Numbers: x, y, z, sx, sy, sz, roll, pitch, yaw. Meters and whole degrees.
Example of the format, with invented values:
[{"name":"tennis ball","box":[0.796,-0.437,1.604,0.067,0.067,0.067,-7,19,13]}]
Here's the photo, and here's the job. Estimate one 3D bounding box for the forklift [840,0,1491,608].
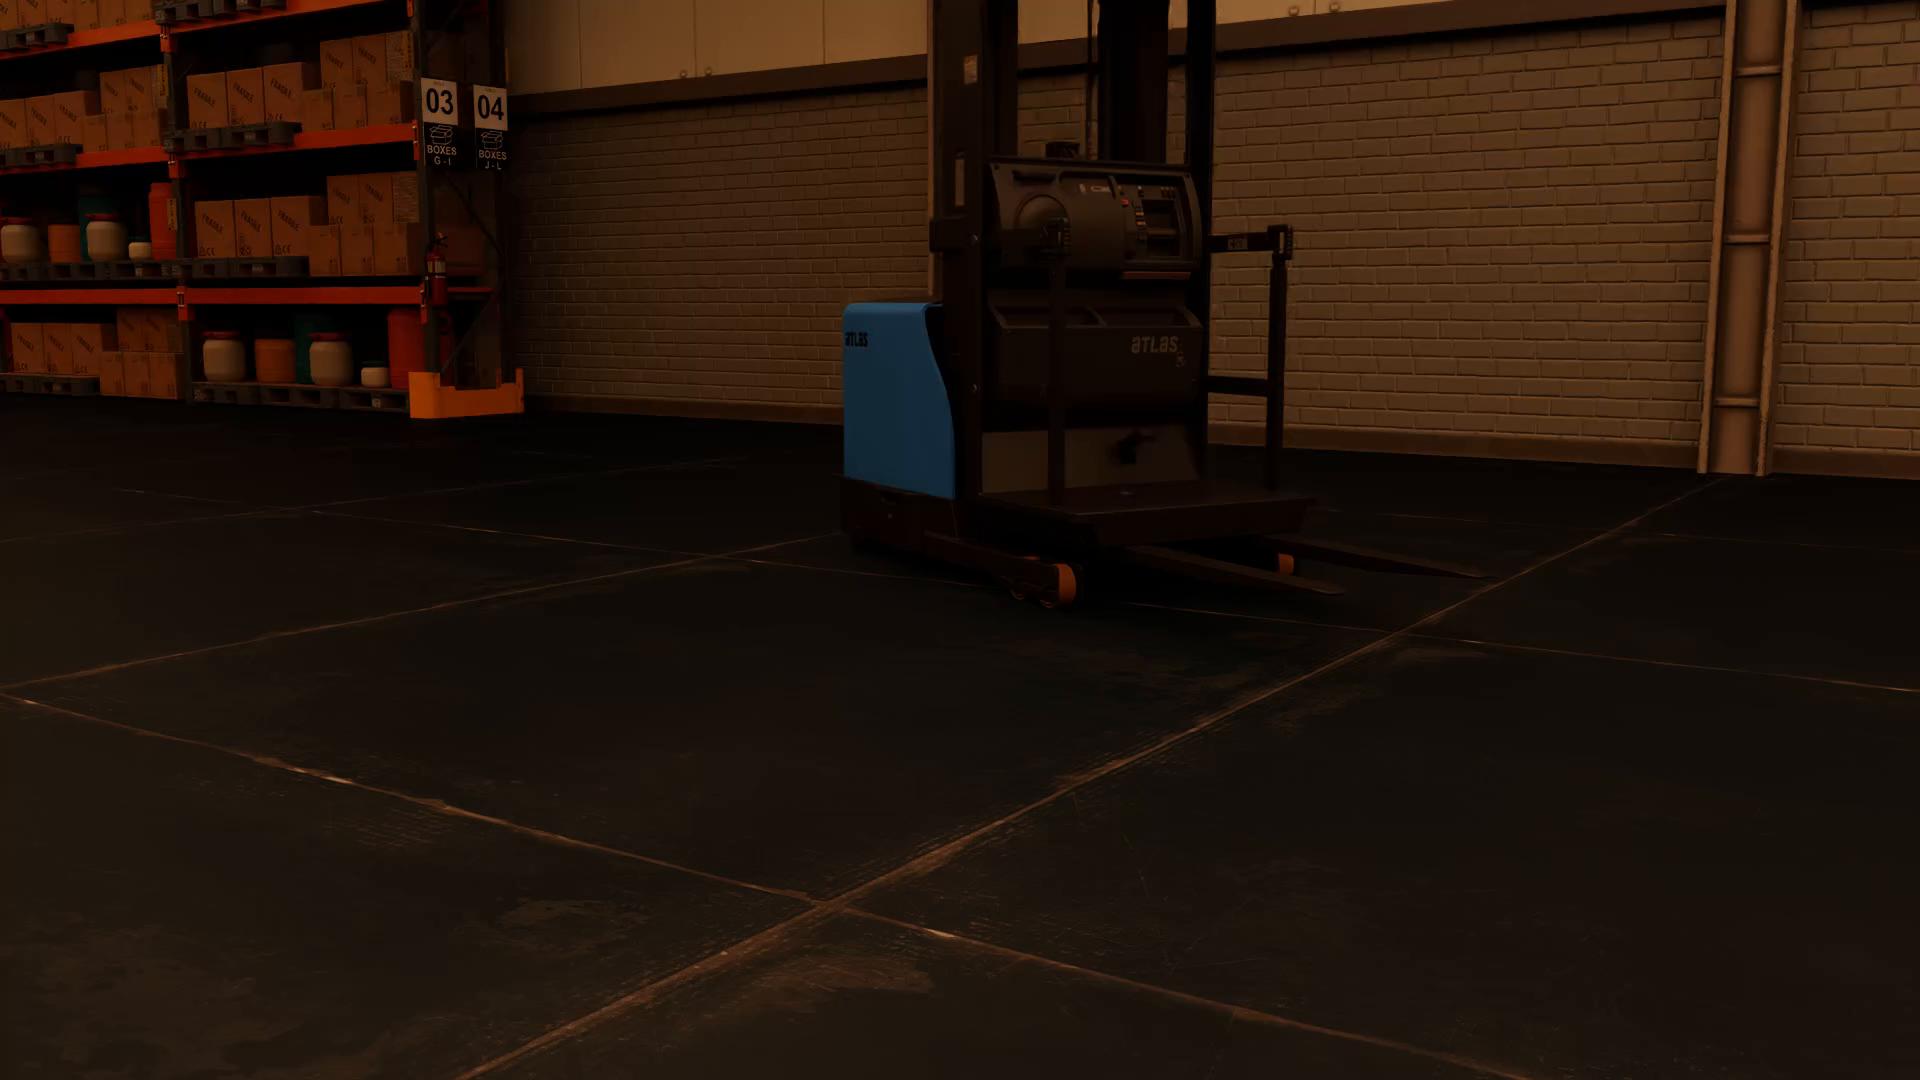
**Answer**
[{"name":"forklift","box":[0.637,-1.280,6.197,1.130,2.935,3.031,-5,9,-29]}]
